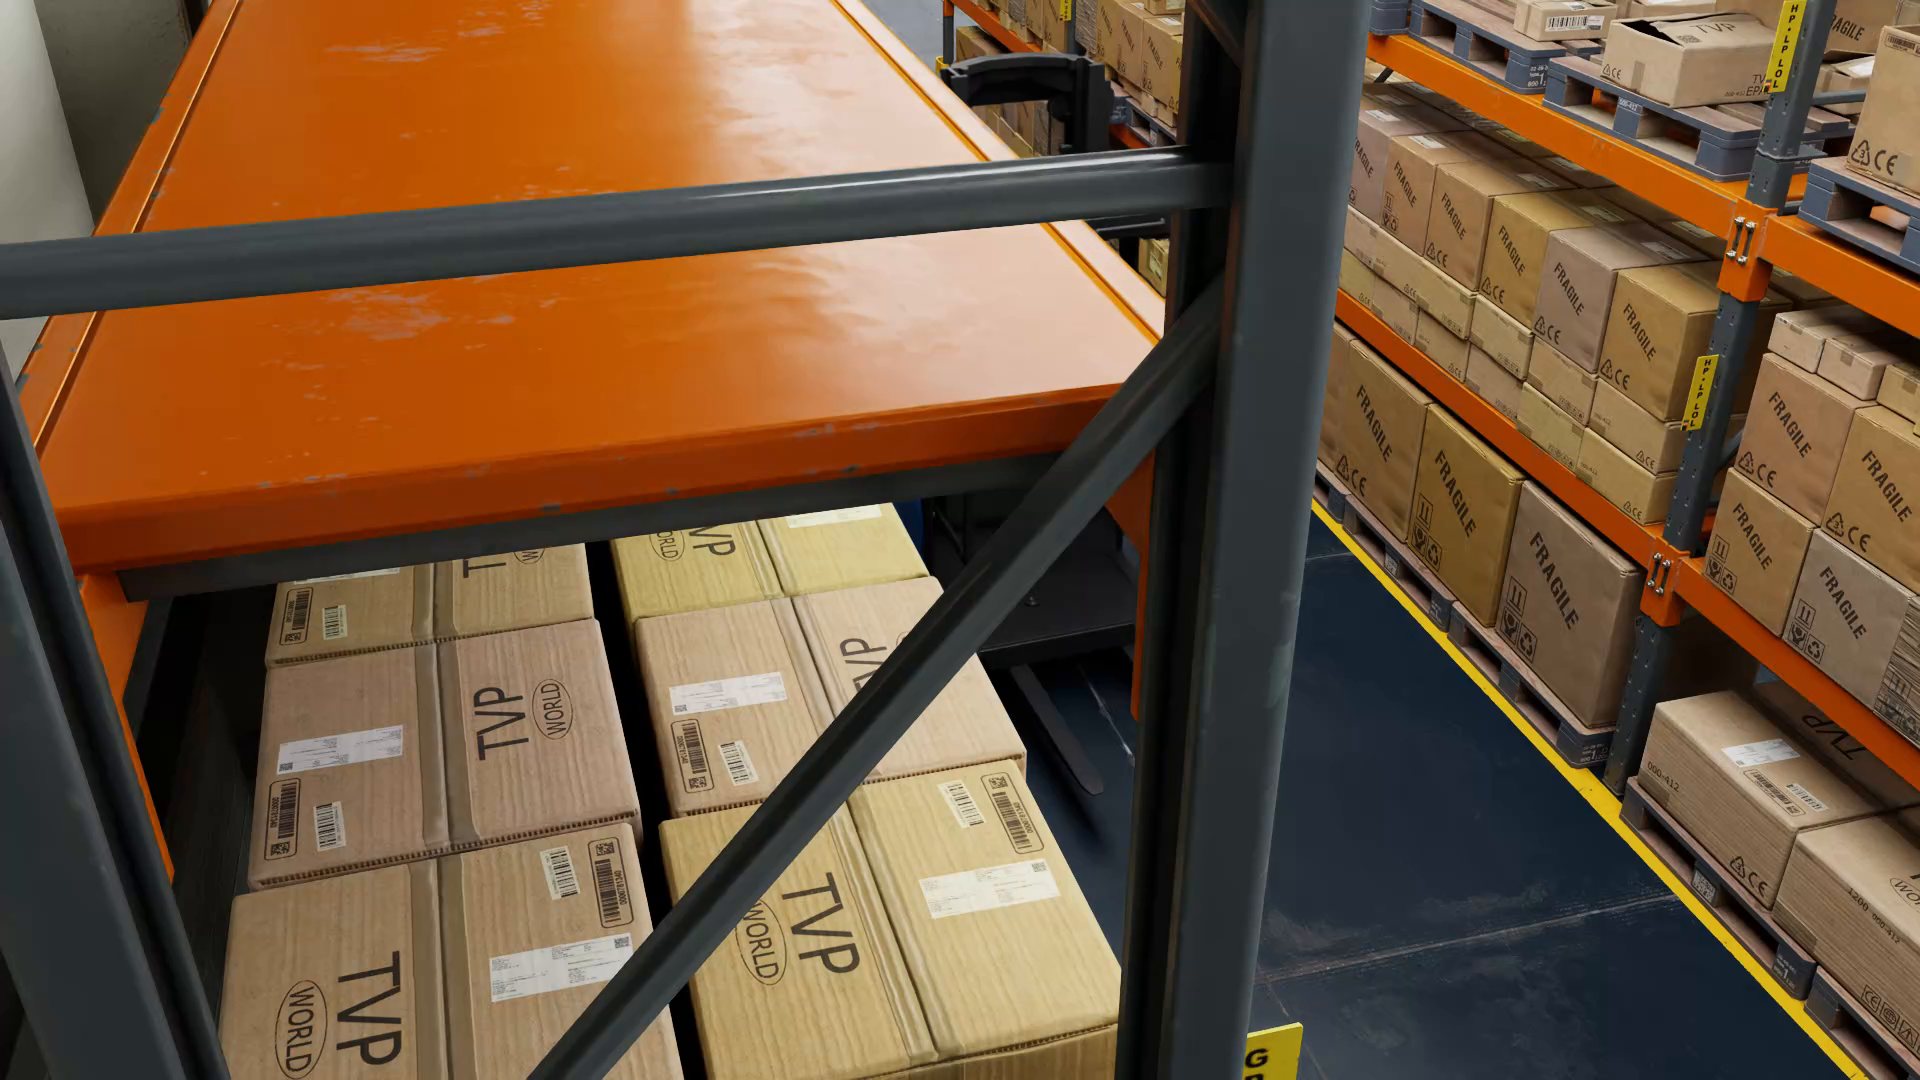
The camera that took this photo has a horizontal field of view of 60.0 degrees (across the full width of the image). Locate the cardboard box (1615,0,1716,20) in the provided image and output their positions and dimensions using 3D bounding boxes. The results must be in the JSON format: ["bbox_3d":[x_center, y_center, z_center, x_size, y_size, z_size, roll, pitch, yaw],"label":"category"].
[{"bbox_3d":[3.356,-2.552,7.885,0.396,0.266,0.258,-5,30,-9],"label":"cardboard box"}]

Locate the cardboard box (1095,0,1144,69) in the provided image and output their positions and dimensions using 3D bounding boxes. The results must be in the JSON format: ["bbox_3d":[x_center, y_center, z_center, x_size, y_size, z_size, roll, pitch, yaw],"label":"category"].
[{"bbox_3d":[1.361,-3.912,12.699,0.500,0.500,0.500,-8,31,-13],"label":"cardboard box"}]

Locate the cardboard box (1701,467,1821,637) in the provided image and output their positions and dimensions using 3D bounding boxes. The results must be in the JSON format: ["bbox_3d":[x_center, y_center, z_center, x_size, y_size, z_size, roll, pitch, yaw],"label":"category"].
[{"bbox_3d":[3.375,0.017,6.626,0.500,0.500,0.500,-7,31,-12],"label":"cardboard box"}]

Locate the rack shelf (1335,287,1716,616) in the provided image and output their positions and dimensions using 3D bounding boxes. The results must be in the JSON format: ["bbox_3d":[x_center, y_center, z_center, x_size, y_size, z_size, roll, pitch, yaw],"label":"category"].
[{"bbox_3d":[2.972,-0.856,8.952,1.077,0.370,4.000,-8,31,-13],"label":"rack shelf"}]

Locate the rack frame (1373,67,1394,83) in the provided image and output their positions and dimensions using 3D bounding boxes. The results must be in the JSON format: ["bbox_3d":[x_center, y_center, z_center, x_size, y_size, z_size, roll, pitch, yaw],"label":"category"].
[{"bbox_3d":[2.442,-2.133,10.441,1.000,3.000,0.127,-8,31,-13],"label":"rack frame"}]

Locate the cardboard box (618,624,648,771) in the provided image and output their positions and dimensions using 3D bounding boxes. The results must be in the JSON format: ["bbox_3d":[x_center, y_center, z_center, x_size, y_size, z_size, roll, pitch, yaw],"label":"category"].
[{"bbox_3d":[-0.353,0.288,3.116,0.500,0.250,0.500,-9,31,-15],"label":"cardboard box"}]

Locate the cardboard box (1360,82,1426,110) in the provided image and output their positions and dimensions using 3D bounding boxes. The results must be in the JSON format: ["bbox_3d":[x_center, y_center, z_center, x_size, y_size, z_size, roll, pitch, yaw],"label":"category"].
[{"bbox_3d":[2.337,-2.338,9.698,0.500,0.500,0.500,-9,31,-15],"label":"cardboard box"}]

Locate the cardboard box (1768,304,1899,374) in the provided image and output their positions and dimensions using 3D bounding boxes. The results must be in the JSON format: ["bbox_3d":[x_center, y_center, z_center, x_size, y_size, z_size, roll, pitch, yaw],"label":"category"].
[{"bbox_3d":[3.337,-0.771,6.342,0.380,0.149,0.250,-8,31,-14],"label":"cardboard box"}]

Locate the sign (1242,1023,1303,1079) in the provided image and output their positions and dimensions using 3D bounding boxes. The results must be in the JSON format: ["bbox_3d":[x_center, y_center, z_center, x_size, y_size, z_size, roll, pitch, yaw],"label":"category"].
[{"bbox_3d":[0.303,0.644,1.777,0.100,0.325,0.005,-8,31,-13],"label":"sign"}]

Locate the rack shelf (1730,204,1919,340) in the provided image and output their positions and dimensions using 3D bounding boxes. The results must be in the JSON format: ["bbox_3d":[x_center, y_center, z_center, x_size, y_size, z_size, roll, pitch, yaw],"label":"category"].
[{"bbox_3d":[4.034,-0.222,4.863,1.077,0.370,4.000,-8,31,-13],"label":"rack shelf"}]

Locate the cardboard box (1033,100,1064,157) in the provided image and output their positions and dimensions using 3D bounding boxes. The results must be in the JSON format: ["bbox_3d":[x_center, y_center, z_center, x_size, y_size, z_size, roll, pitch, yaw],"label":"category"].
[{"bbox_3d":[0.964,-3.631,14.607,0.500,0.500,0.500,-8,31,-14],"label":"cardboard box"}]

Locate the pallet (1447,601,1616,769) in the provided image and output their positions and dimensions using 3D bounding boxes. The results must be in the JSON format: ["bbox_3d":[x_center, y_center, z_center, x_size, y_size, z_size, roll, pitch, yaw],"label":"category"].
[{"bbox_3d":[3.226,0.643,8.428,1.003,0.211,1.213,-8,31,-13],"label":"pallet"}]

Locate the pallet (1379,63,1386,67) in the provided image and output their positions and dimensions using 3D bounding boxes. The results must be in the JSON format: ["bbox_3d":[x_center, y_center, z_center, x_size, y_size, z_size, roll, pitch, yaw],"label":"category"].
[{"bbox_3d":[5.351,-5.121,18.387,1.003,0.211,1.213,-8,31,-13],"label":"pallet"}]

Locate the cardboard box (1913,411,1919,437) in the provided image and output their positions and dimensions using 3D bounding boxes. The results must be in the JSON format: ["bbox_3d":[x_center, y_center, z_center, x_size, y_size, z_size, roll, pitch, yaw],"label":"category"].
[{"bbox_3d":[3.536,-0.403,5.707,0.380,0.149,0.250,-8,31,-14],"label":"cardboard box"}]

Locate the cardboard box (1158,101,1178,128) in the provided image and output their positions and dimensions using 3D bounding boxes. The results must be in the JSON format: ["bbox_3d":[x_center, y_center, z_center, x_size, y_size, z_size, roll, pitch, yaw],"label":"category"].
[{"bbox_3d":[1.640,-3.071,11.893,0.380,0.149,0.250,-9,31,-15],"label":"cardboard box"}]

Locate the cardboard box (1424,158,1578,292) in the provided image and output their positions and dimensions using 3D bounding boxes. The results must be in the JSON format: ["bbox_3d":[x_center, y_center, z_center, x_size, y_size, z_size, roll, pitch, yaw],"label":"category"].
[{"bbox_3d":[2.731,-1.604,8.429,0.500,0.500,0.500,-7,31,-12],"label":"cardboard box"}]

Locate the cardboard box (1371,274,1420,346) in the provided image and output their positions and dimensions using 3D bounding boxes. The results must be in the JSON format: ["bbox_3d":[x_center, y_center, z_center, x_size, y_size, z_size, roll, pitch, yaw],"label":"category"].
[{"bbox_3d":[2.616,-1.299,9.149,0.500,0.250,0.500,-7,31,-12],"label":"cardboard box"}]

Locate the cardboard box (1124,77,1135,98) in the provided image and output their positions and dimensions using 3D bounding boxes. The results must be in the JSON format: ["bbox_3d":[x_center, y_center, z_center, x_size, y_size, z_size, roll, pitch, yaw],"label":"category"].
[{"bbox_3d":[1.457,-3.451,12.549,0.380,0.149,0.250,-7,31,-13],"label":"cardboard box"}]

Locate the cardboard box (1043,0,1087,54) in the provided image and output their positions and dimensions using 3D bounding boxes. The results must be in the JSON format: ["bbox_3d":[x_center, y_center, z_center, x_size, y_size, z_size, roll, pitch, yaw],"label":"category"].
[{"bbox_3d":[1.022,-4.419,13.993,0.500,0.500,0.500,-9,31,-15],"label":"cardboard box"}]

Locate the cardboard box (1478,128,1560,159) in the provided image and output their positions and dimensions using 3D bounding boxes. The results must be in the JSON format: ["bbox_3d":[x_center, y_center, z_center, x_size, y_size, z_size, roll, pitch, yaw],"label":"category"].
[{"bbox_3d":[3.101,-1.907,8.952,0.500,0.500,0.500,-8,31,-13],"label":"cardboard box"}]

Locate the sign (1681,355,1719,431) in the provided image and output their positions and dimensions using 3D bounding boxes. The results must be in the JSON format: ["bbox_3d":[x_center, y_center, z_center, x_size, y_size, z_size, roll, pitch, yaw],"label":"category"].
[{"bbox_3d":[2.983,-0.591,6.700,0.100,0.325,0.005,-8,31,-13],"label":"sign"}]

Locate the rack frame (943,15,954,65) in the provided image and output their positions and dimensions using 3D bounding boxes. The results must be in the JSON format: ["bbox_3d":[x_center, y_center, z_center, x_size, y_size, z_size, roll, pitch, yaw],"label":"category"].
[{"bbox_3d":[0.318,-5.997,17.116,1.000,3.000,0.127,-8,31,-13],"label":"rack frame"}]

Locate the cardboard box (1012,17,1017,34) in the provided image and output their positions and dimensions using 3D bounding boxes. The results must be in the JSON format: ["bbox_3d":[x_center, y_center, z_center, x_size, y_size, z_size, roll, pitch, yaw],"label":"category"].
[{"bbox_3d":[0.689,-4.689,15.107,0.380,0.149,0.250,-8,31,-14],"label":"cardboard box"}]

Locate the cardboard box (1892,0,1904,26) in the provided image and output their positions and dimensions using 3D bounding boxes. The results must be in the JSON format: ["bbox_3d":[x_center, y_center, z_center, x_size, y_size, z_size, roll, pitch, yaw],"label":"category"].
[{"bbox_3d":[6.942,-3.778,12.186,0.700,0.500,0.500,-8,31,-14],"label":"cardboard box"}]

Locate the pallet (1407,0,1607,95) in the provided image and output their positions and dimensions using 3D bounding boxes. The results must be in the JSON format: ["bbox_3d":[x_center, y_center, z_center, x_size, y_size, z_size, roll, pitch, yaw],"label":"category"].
[{"bbox_3d":[2.963,-2.506,8.279,1.003,0.211,1.213,-6,31,-11],"label":"pallet"}]

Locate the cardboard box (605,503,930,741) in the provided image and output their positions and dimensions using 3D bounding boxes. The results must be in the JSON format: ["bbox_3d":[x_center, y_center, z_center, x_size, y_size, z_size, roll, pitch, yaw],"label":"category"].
[{"bbox_3d":[-0.359,0.077,2.981,0.500,0.250,0.500,-8,31,-14],"label":"cardboard box"}]

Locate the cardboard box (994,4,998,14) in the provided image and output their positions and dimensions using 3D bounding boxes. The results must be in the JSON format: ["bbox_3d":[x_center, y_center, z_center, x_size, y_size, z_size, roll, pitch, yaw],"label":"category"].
[{"bbox_3d":[0.534,-5.069,15.764,0.380,0.149,0.250,-7,31,-12],"label":"cardboard box"}]

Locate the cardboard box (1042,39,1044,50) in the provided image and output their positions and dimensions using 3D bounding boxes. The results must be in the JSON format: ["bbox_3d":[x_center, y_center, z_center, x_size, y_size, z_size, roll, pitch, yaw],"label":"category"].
[{"bbox_3d":[0.934,-4.327,14.482,0.380,0.149,0.250,-8,31,-13],"label":"cardboard box"}]

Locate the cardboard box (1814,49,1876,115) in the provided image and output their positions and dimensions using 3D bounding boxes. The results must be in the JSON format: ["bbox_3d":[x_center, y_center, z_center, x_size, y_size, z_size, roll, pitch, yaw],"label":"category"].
[{"bbox_3d":[3.708,-1.911,6.778,0.396,0.266,0.258,-8,31,-14],"label":"cardboard box"}]

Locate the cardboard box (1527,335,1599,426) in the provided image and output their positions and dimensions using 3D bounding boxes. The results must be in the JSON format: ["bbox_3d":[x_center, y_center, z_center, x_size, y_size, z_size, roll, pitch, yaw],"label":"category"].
[{"bbox_3d":[3.012,-0.774,7.743,0.500,0.250,0.500,-7,31,-12],"label":"cardboard box"}]

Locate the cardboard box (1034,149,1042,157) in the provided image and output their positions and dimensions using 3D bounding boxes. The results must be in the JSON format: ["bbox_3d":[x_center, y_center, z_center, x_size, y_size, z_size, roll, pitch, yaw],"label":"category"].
[{"bbox_3d":[0.964,-3.307,14.794,0.500,0.250,0.500,-6,31,-11],"label":"cardboard box"}]

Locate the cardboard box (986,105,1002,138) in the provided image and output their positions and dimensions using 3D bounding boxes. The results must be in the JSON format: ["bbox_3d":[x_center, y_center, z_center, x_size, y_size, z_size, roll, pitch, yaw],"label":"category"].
[{"bbox_3d":[0.551,-4.053,16.083,0.500,0.250,0.500,-6,31,-10],"label":"cardboard box"}]

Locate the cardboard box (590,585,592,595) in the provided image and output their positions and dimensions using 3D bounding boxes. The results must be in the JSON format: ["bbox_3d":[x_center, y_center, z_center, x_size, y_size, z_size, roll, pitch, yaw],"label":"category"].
[{"bbox_3d":[-1.016,0.115,3.416,0.500,0.250,0.500,-7,31,-12],"label":"cardboard box"}]

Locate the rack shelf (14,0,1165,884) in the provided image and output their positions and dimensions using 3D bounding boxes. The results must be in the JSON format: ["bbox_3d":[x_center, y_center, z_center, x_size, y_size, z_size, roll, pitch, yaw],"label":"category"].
[{"bbox_3d":[-0.751,-0.857,2.969,1.077,0.370,4.000,-8,31,-13],"label":"rack shelf"}]

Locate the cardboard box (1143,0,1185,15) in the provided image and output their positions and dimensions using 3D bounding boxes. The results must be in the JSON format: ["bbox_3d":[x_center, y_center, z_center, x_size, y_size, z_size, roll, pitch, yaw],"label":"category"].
[{"bbox_3d":[1.551,-3.914,12.055,0.380,0.149,0.250,-6,31,-10],"label":"cardboard box"}]

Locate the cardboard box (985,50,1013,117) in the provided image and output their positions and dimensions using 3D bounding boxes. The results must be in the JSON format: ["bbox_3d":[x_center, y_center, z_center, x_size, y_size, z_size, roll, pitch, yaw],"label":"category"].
[{"bbox_3d":[0.541,-4.380,15.900,0.500,0.500,0.500,-7,31,-12],"label":"cardboard box"}]

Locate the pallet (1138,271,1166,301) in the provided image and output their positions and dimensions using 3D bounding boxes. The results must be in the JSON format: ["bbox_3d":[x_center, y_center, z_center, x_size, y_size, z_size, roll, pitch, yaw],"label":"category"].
[{"bbox_3d":[1.915,-1.892,12.808,1.003,0.211,1.213,-8,31,-13],"label":"pallet"}]

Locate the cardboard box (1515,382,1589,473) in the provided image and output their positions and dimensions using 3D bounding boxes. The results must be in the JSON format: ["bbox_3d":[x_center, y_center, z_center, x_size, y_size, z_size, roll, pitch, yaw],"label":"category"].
[{"bbox_3d":[3.007,-0.566,7.882,0.500,0.250,0.500,-8,31,-14],"label":"cardboard box"}]

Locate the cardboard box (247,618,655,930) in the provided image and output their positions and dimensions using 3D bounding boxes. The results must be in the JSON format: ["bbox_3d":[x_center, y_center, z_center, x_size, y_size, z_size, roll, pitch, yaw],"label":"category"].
[{"bbox_3d":[-0.744,0.385,2.449,0.500,0.250,0.500,-9,31,-15],"label":"cardboard box"}]

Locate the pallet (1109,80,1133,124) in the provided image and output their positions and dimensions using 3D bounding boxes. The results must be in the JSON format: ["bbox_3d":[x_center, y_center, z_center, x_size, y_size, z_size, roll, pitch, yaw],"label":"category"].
[{"bbox_3d":[1.442,-3.594,13.156,1.003,0.211,1.213,-8,31,-13],"label":"pallet"}]

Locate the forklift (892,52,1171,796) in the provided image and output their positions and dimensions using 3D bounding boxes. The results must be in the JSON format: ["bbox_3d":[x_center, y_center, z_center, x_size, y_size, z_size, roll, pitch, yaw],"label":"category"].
[{"bbox_3d":[0.423,-0.720,8.067,1.130,2.935,3.031,-9,31,-16],"label":"forklift"}]

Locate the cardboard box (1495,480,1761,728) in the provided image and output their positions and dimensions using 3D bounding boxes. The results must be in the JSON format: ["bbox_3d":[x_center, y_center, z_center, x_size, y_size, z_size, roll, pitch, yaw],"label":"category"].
[{"bbox_3d":[3.262,0.248,8.029,0.875,0.875,0.875,-7,31,-12],"label":"cardboard box"}]

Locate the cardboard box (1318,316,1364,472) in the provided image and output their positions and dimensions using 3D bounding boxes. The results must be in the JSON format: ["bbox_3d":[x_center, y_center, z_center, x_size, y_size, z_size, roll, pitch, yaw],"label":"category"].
[{"bbox_3d":[2.545,-1.051,10.273,0.875,0.875,0.875,-8,31,-14],"label":"cardboard box"}]

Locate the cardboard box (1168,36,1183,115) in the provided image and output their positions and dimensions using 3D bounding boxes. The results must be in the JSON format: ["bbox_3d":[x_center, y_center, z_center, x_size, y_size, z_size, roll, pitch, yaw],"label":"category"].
[{"bbox_3d":[1.770,-3.161,11.401,0.500,0.500,0.500,-10,32,-17],"label":"cardboard box"}]

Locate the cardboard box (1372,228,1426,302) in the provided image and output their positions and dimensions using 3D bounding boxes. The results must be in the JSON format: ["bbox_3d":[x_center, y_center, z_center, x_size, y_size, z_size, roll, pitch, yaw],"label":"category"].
[{"bbox_3d":[2.594,-1.515,9.024,0.500,0.250,0.500,-8,31,-13],"label":"cardboard box"}]

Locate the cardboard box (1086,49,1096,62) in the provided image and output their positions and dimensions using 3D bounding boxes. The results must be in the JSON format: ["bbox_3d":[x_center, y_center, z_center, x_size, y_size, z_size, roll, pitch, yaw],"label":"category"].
[{"bbox_3d":[1.222,-3.829,13.203,0.380,0.149,0.250,-7,31,-13],"label":"cardboard box"}]

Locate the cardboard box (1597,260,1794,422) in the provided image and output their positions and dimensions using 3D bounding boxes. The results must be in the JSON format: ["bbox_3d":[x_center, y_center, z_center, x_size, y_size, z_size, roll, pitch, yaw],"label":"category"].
[{"bbox_3d":[3.143,-0.860,7.143,0.500,0.500,0.500,-7,31,-12],"label":"cardboard box"}]

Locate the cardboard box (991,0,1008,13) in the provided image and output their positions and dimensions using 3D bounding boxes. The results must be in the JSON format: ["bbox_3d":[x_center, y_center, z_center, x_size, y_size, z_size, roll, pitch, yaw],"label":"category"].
[{"bbox_3d":[0.596,-5.163,15.279,0.500,0.500,0.500,-8,31,-14],"label":"cardboard box"}]

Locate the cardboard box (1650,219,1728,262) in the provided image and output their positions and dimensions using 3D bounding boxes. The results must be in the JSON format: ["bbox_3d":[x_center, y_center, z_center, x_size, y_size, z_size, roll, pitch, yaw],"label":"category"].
[{"bbox_3d":[3.502,-1.170,7.679,0.500,0.500,0.500,-8,31,-14],"label":"cardboard box"}]
